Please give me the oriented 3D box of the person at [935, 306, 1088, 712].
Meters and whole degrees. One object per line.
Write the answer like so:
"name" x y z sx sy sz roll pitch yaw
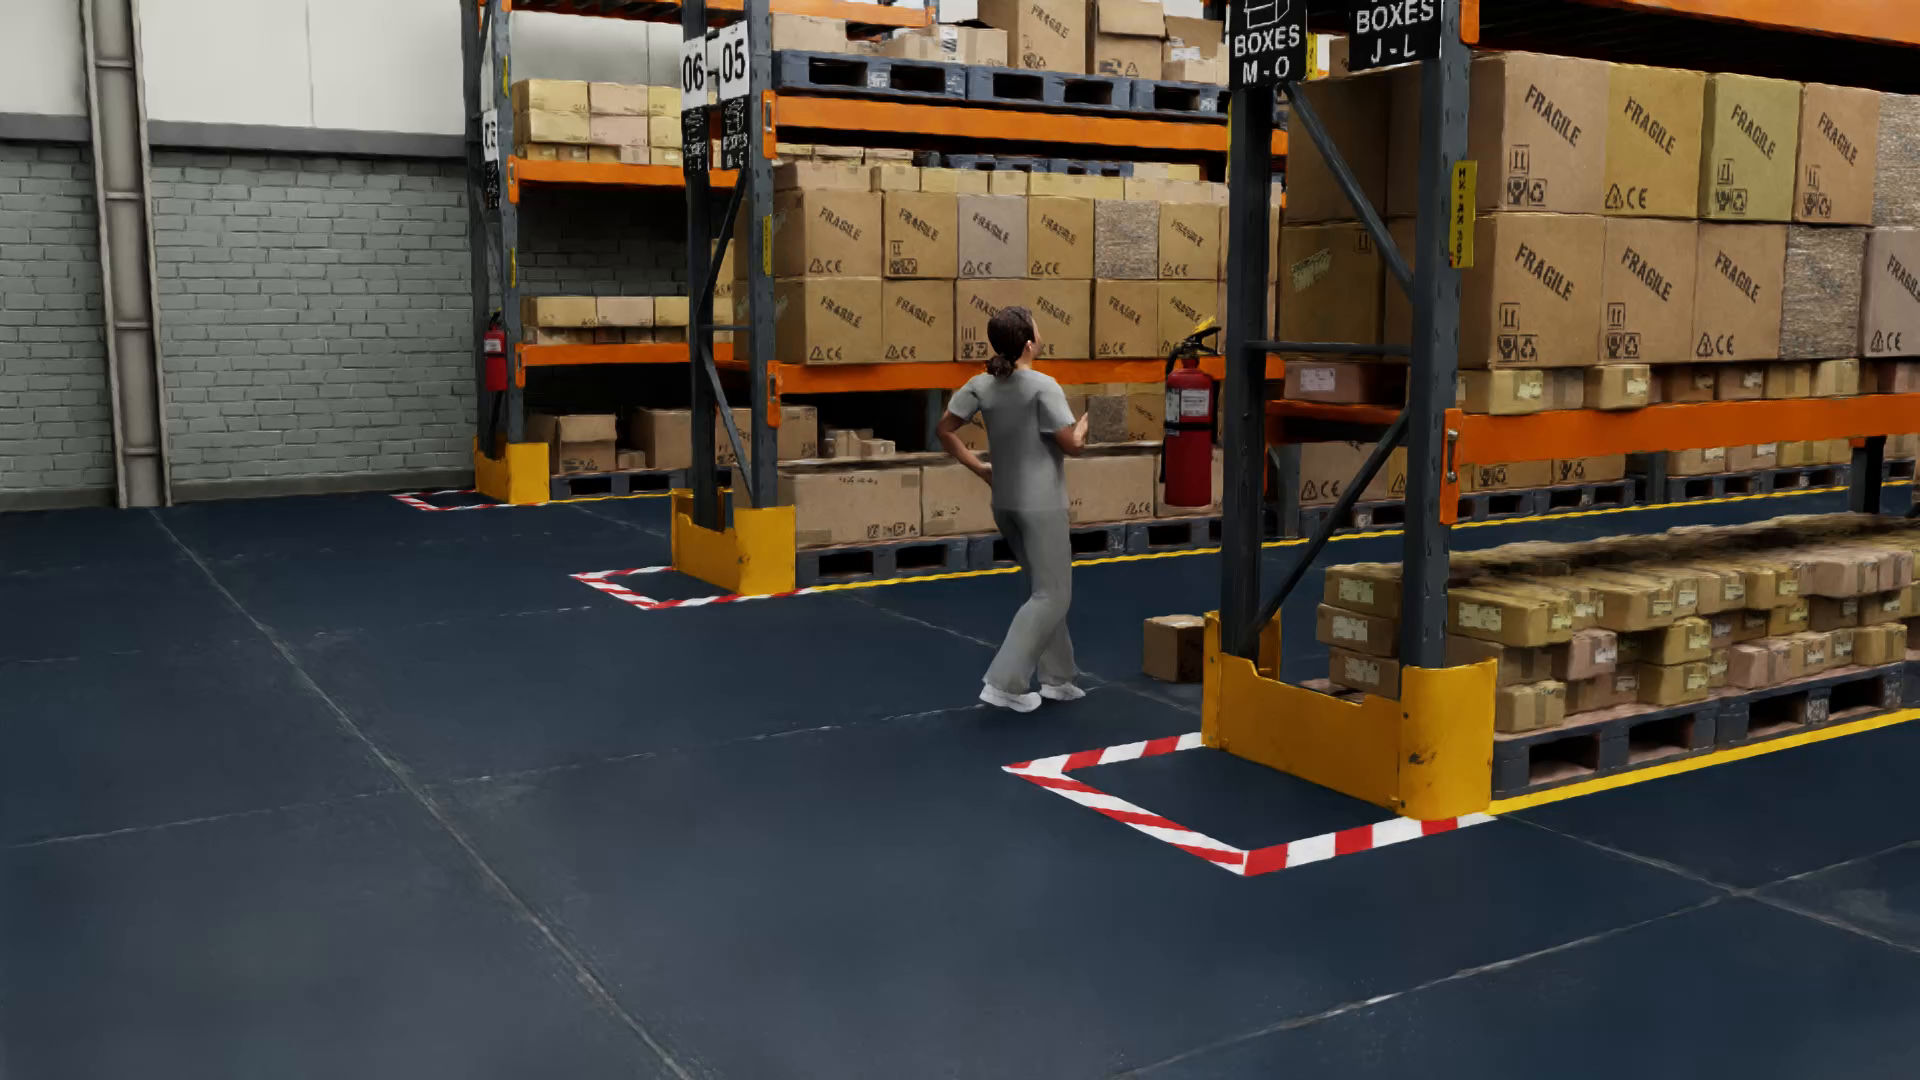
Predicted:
"person" 0.325 -0.100 6.728 0.701 1.678 0.543 -6 10 -37
